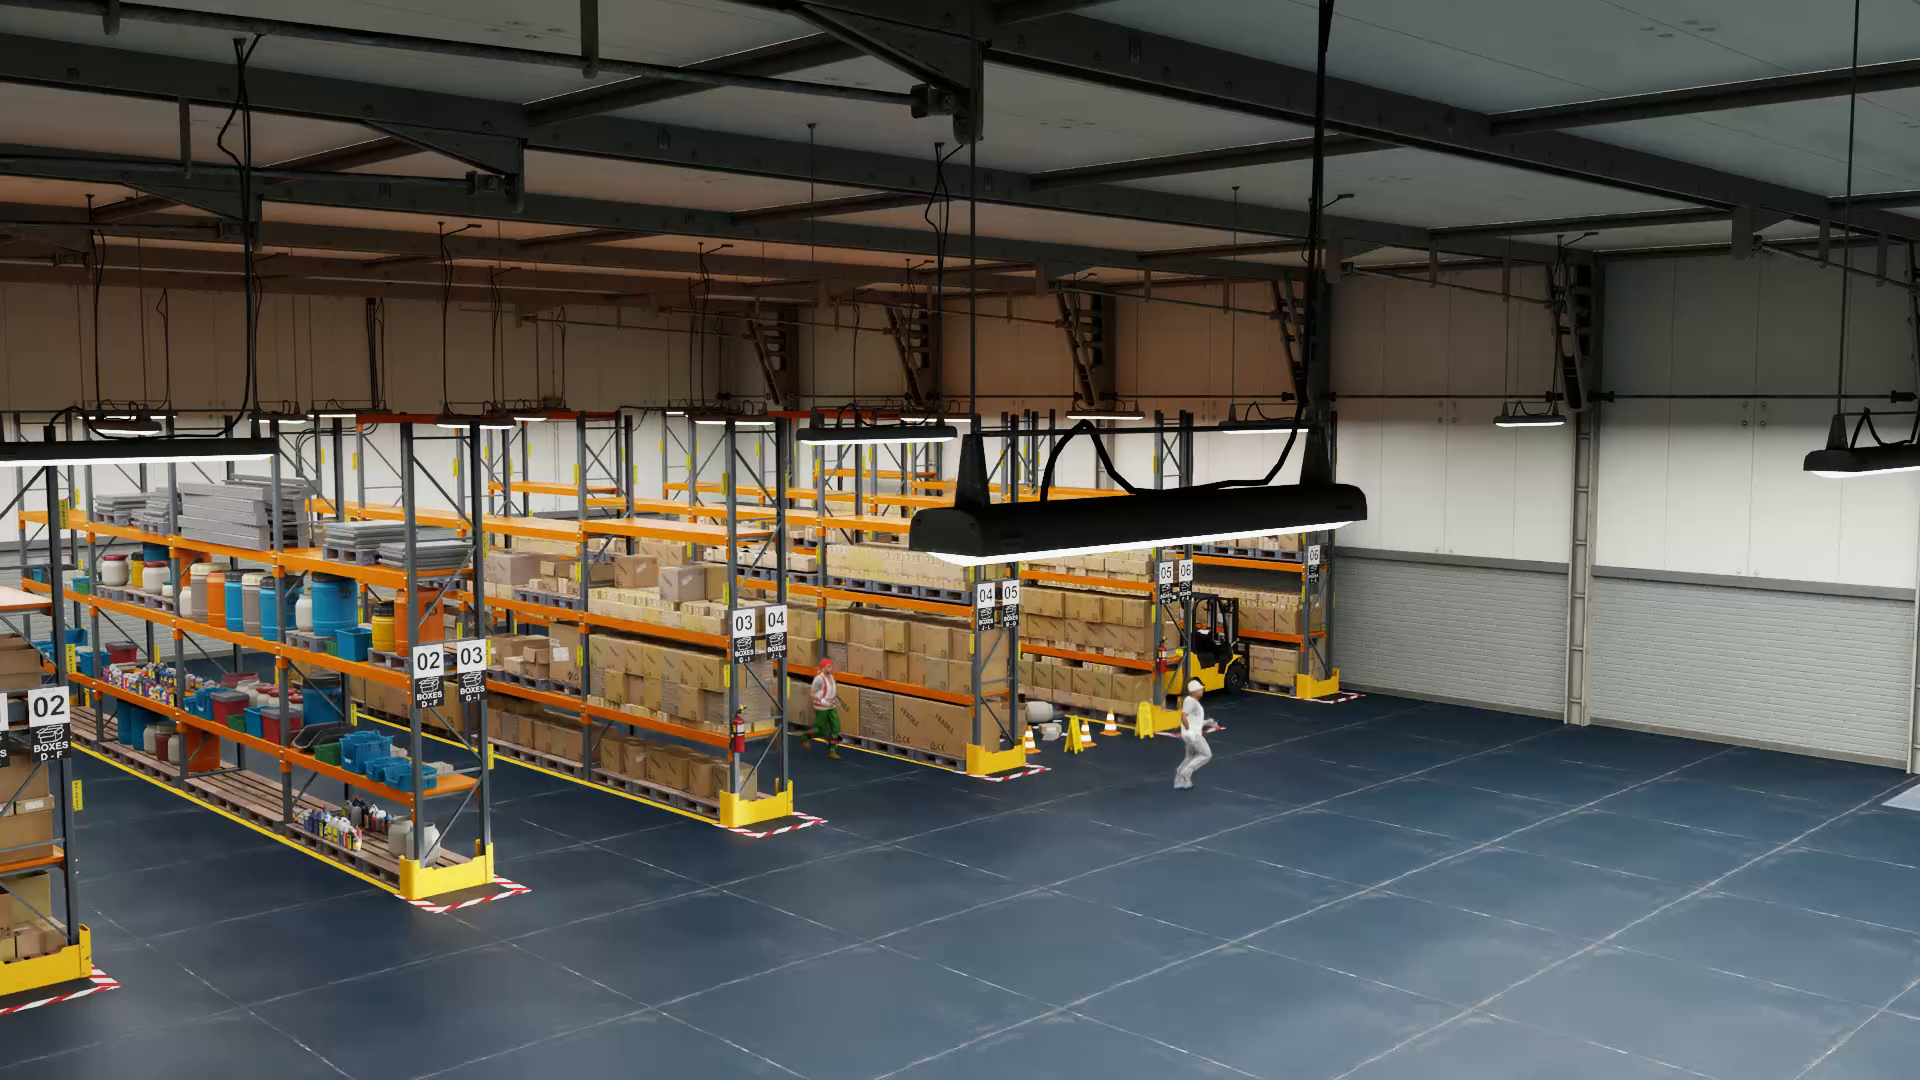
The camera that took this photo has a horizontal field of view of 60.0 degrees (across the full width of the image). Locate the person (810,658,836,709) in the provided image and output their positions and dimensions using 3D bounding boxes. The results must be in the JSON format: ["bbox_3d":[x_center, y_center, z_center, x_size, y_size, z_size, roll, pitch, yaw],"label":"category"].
[{"bbox_3d":[-2.348,2.487,28.986,0.377,0.862,0.643,4,6,36],"label":"person"}]

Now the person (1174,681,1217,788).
[{"bbox_3d":[3.803,3.127,26.758,0.696,1.732,0.677,0,5,0],"label":"person"}]
